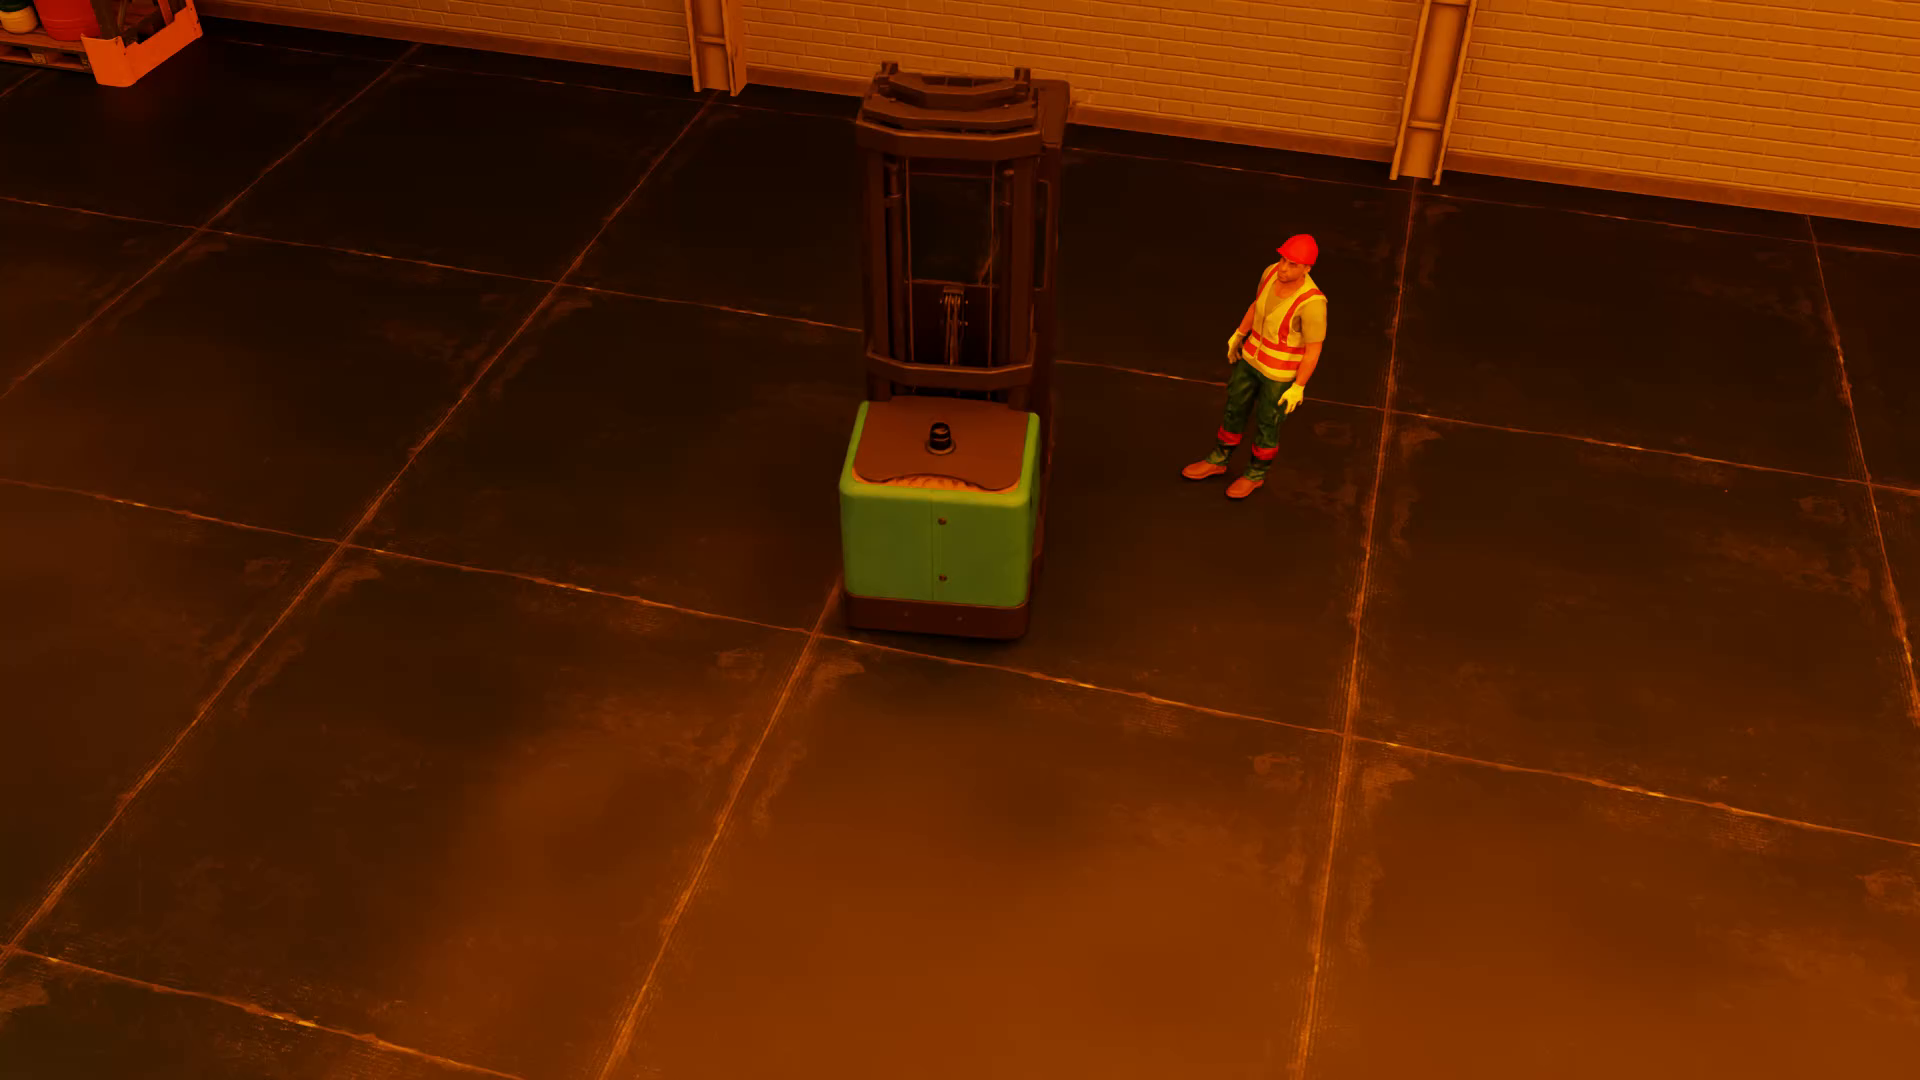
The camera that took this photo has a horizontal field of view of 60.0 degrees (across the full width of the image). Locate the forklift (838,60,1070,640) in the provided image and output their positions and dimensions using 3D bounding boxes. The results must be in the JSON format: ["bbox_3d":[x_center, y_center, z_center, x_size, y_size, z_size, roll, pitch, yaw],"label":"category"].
[{"bbox_3d":[0.019,-1.511,9.585,1.130,2.935,3.031,4,41,5],"label":"forklift"}]

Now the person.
[{"bbox_3d":[1.778,-1.011,9.871,0.561,1.788,0.639,-22,46,-23],"label":"person"}]
